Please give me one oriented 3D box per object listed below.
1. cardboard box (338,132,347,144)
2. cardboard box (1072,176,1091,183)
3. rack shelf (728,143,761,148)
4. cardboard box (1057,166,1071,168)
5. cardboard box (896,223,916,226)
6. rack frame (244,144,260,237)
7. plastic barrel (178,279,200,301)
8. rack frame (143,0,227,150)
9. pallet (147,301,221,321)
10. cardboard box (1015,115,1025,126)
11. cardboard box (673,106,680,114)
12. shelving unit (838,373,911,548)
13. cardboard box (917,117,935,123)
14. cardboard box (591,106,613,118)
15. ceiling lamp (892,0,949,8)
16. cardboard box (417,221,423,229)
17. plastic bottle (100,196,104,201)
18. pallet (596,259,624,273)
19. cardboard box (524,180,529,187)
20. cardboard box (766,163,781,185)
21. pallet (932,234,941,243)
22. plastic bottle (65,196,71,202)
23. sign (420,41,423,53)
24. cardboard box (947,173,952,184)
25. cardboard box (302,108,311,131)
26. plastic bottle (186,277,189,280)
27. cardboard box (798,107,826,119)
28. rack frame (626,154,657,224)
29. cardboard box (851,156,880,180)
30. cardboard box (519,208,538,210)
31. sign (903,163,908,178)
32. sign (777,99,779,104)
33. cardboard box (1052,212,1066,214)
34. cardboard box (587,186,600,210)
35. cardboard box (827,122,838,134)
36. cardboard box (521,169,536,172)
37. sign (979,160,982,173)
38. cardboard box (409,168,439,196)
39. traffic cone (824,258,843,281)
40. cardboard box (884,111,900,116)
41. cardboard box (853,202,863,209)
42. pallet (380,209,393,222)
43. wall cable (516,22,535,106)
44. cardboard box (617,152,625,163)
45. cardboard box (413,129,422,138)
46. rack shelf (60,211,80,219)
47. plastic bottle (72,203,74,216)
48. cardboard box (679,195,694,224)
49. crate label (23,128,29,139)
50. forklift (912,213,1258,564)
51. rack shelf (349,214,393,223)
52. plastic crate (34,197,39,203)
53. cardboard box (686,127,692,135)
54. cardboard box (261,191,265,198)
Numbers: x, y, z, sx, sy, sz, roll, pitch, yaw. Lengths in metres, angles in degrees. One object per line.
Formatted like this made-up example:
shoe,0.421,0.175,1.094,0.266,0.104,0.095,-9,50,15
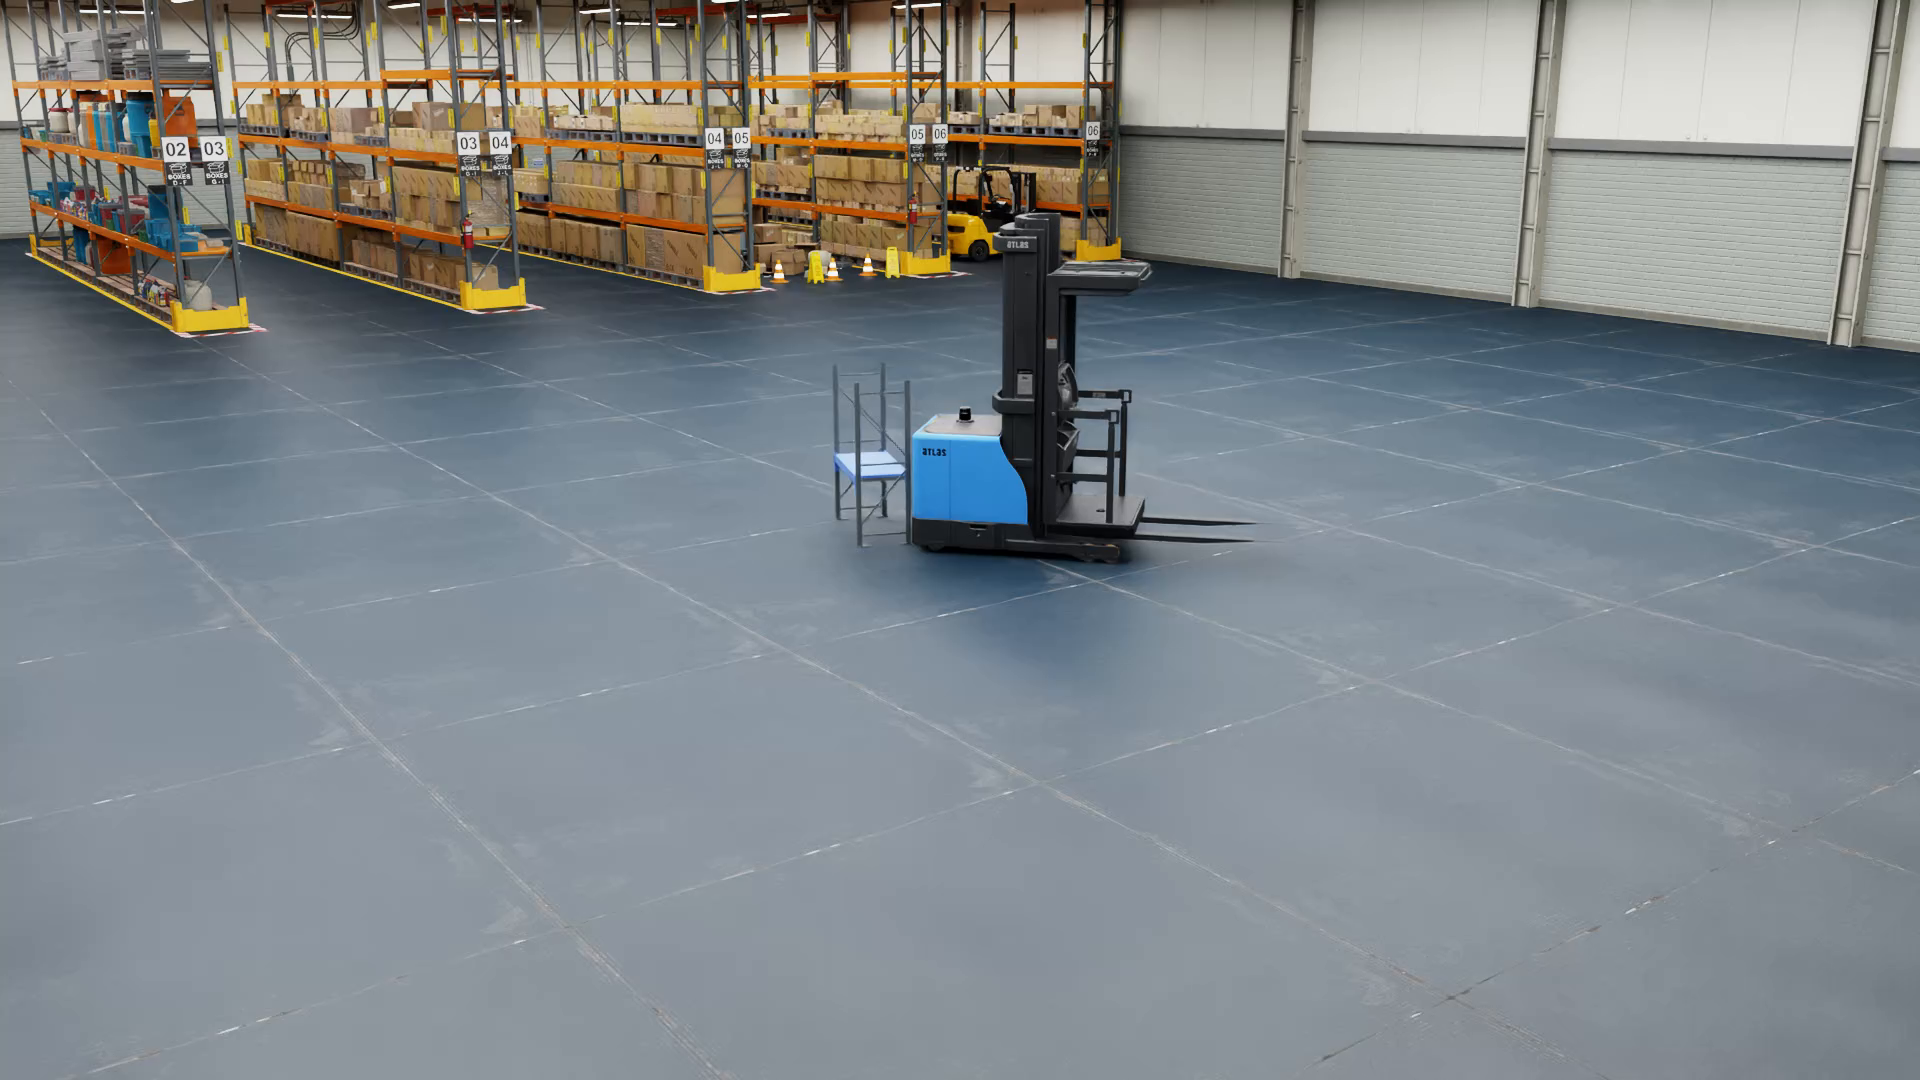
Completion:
cardboard box,-13.067,-8.663,35.823,0.500,0.250,0.500,-10,18,-33
cardboard box,2.864,-8.531,39.320,0.380,0.149,0.250,-11,19,-34
rack shelf,-6.598,-10.604,43.990,1.077,0.370,4.000,-11,19,-35
cardboard box,2.593,-9.043,40.627,0.380,0.149,0.250,-11,19,-36
cardboard box,-1.295,-6.938,37.908,0.500,0.500,0.500,-12,19,-37
rack frame,-18.140,-9.247,43.354,0.949,2.616,0.053,-11,19,-35
plastic barrel,-13.485,-4.300,29.195,0.421,0.512,0.421,0,15,0
rack frame,-12.741,-7.955,27.269,1.000,3.000,0.127,-11,19,-35
pallet,-14.010,-4.160,30.049,1.003,0.211,1.213,-11,19,-35
cardboard box,1.569,-10.262,40.651,0.396,0.266,0.258,-11,19,-36
cardboard box,-5.586,-8.722,33.734,0.380,0.149,0.250,-10,18,-34
shelving unit,-0.818,-0.805,15.351,0.500,1.500,1.039,-4,16,-14
cardboard box,-0.763,-9.186,36.414,0.380,0.149,0.250,-11,19,-35
cardboard box,-8.118,-9.705,38.170,0.500,0.500,0.500,-11,19,-35
ceiling lamp,-0.754,-14.332,39.511,0.800,3.185,2.000,-11,19,-35
cardboard box,-10.449,-6.207,32.724,0.380,0.149,0.250,-11,19,-35
plastic bottle,-18.992,-7.455,36.898,0.144,0.351,0.185,-11,19,-35
pallet,-7.530,-6.241,37.652,1.003,0.211,1.213,-11,19,-35
cardboard box,-10.341,-8.659,40.322,0.380,0.149,0.250,-10,18,-33
cardboard box,-4.428,-9.008,40.933,0.500,0.500,0.500,-12,19,-37
pallet,-0.244,-8.061,44.302,1.003,0.211,1.213,-11,19,-35
plastic bottle,-19.828,-7.466,36.939,0.144,0.351,0.185,-11,19,-35
sign,-14.510,-13.293,44.853,0.100,0.325,0.005,-11,19,-35
cardboard box,-0.157,-9.447,43.420,0.500,0.250,0.500,-10,18,-33
cardboard box,-14.657,-9.671,38.228,0.797,0.503,0.637,-11,19,-35
plastic bottle,-14.368,-4.716,30.984,0.144,0.351,0.185,-12,19,-37
cardboard box,-3.514,-10.145,39.493,0.500,0.250,0.500,-10,18,-33
rack frame,-7.018,-7.432,36.722,0.949,2.616,0.053,-11,19,-35
cardboard box,-2.051,-8.448,37.786,0.700,0.500,0.500,-11,19,-35
cardboard box,-11.076,-8.380,42.704,0.500,0.250,0.500,-11,19,-36
sign,-1.179,-7.997,35.996,0.100,0.325,0.005,-11,19,-35
sign,-5.653,-13.512,51.577,0.100,0.325,0.005,-11,19,-35
cardboard box,2.287,-7.955,41.153,0.500,0.250,0.500,-11,19,-36
cardboard box,-8.132,-7.767,37.755,0.500,0.500,0.500,-11,19,-34
cardboard box,-2.723,-9.495,38.299,0.500,0.250,0.500,-11,19,-35
cardboard box,-10.861,-9.285,42.046,0.380,0.149,0.250,-11,19,-35
sign,0.509,-9.428,41.971,0.100,0.325,0.005,-11,19,-35
cardboard box,-10.439,-7.009,32.531,0.500,0.500,0.500,-11,19,-35
traffic cone,-2.713,-5.792,35.534,0.336,0.463,0.334,-11,19,-35
cardboard box,-1.851,-11.586,45.181,0.380,0.149,0.250,-10,18,-33
cardboard box,-2.229,-7.660,38.032,0.380,0.149,0.250,-11,19,-35
pallet,-11.418,-6.778,34.694,1.003,0.211,1.213,-11,19,-35
wall cable,-13.699,-14.849,52.459,0.463,3.000,0.029,-11,19,-35
cardboard box,-9.456,-10.951,47.495,0.500,0.500,0.500,-11,19,-35
cardboard box,-10.348,-7.861,32.137,0.380,0.149,0.250,-11,19,-36
rack shelf,-18.621,-6.944,35.932,0.919,0.124,3.809,-11,19,-35
plastic bottle,-19.049,-7.107,35.777,0.097,0.271,0.097,0,15,0
cardboard box,-5.259,-6.837,34.264,0.875,0.550,0.550,-11,19,-35
crate label,-21.867,-9.606,39.264,0.408,0.251,0.502,-11,19,-35
forklift,1.139,-1.361,14.671,3.031,2.935,1.130,3,16,11
rack shelf,-12.263,-6.859,35.620,0.919,0.124,3.809,-11,19,-35
plastic crate,-21.749,-8.050,39.365,0.250,0.136,0.298,-11,19,-35
cardboard box,-5.280,-8.227,33.436,0.380,0.149,0.250,-11,19,-34
cardboard box,-17.295,-8.670,41.722,0.380,0.149,0.250,-11,19,-36
